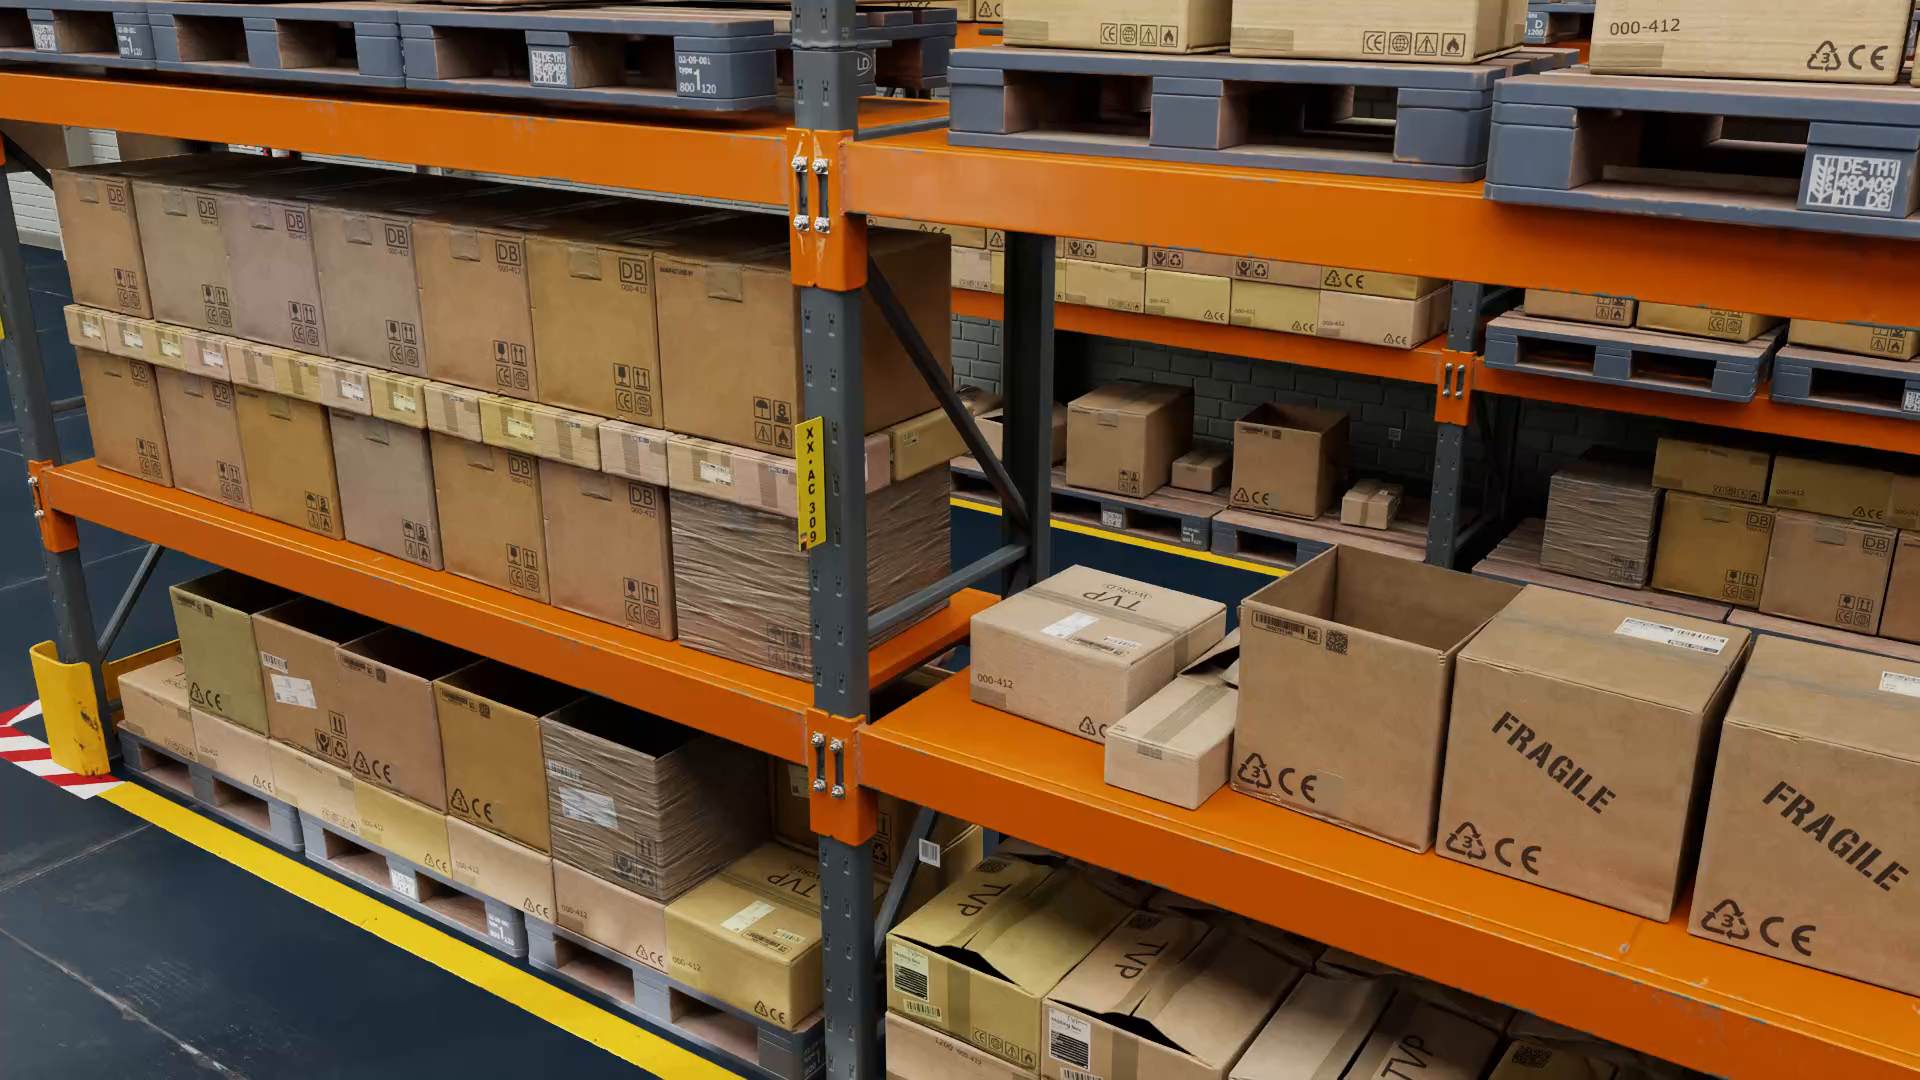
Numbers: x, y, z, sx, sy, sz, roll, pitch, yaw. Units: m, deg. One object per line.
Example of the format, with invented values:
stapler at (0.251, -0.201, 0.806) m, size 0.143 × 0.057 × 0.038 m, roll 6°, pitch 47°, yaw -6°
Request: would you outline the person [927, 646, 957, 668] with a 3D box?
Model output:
person at (-0.408, 0.438, 7.050) m, size 0.801 × 0.873 × 0.487 m, roll 13°, pitch 23°, yaw 31°
